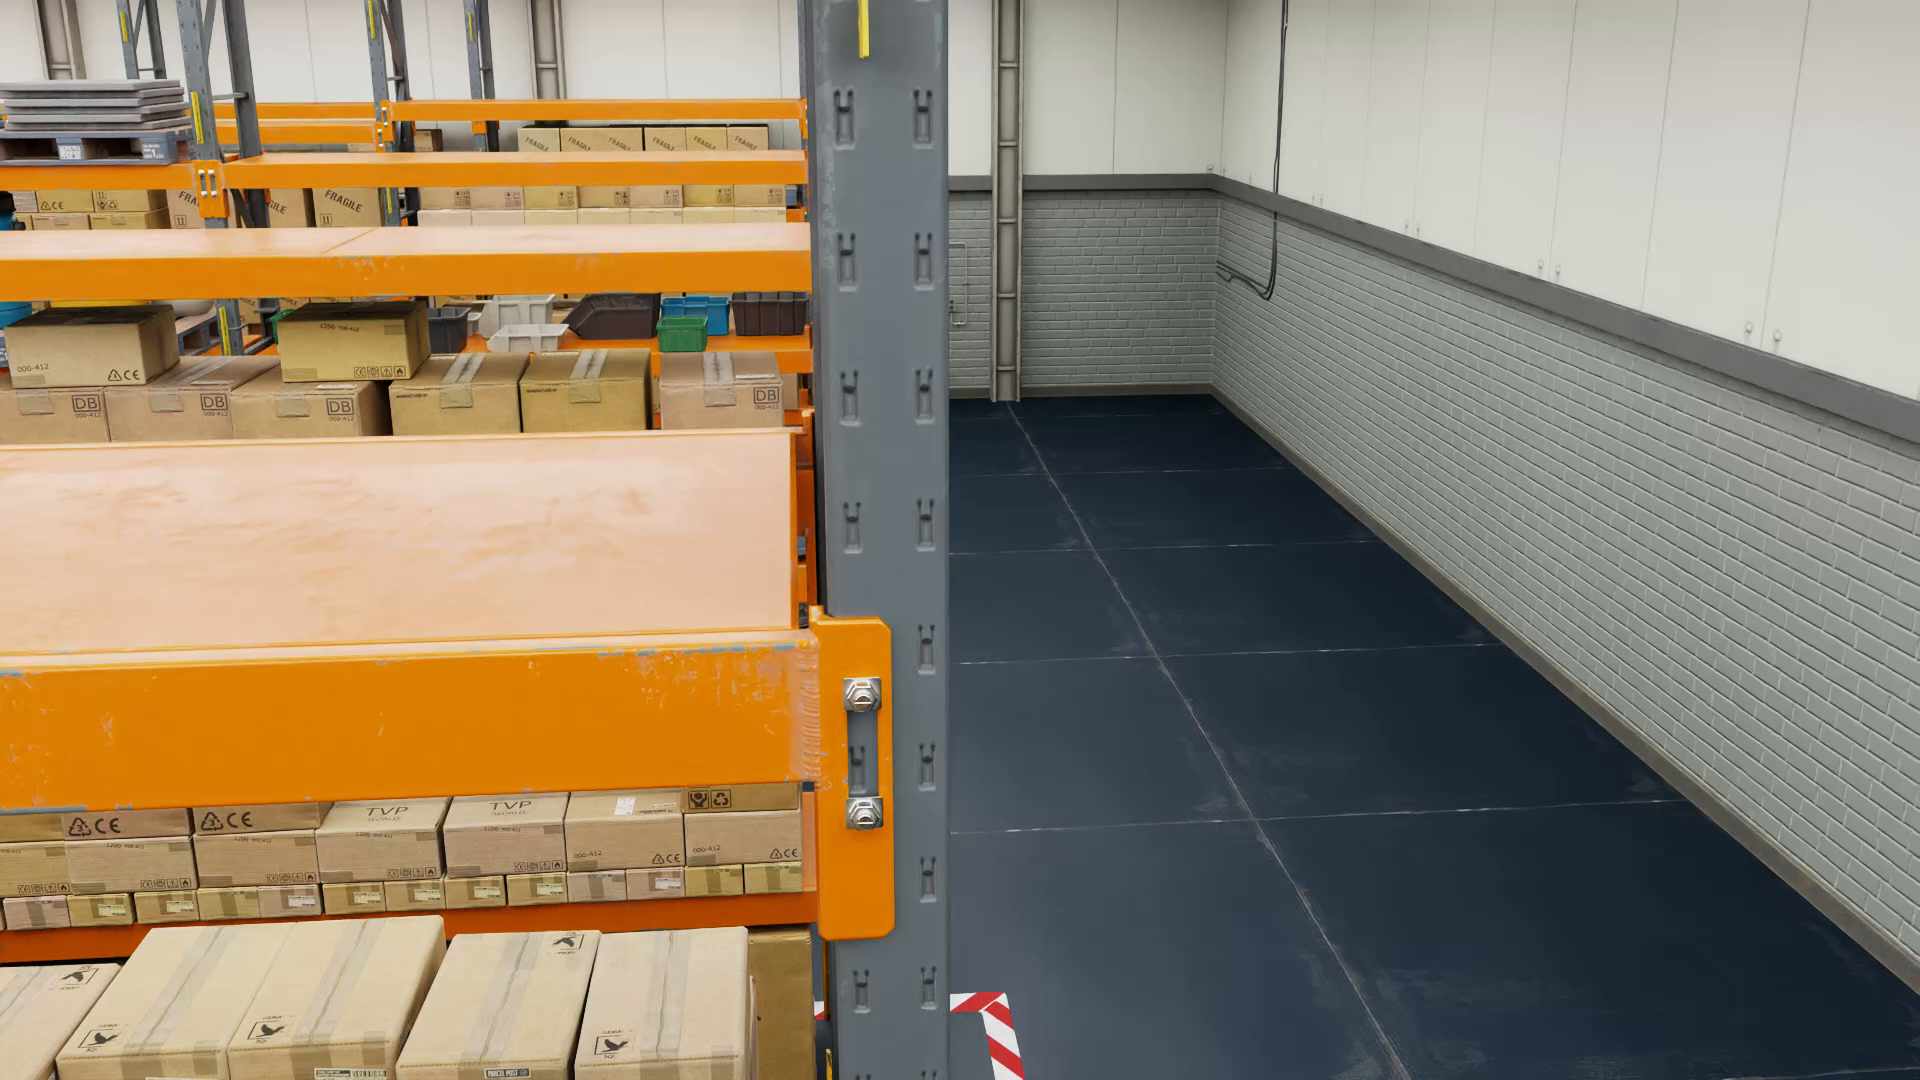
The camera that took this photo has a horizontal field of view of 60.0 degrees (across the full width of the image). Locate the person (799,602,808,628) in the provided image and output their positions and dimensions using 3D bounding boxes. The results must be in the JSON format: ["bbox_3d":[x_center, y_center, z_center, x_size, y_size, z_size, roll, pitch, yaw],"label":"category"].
[{"bbox_3d":[-1.516,0.007,14.343,0.772,1.484,0.459,-2,17,-7],"label":"person"}]
